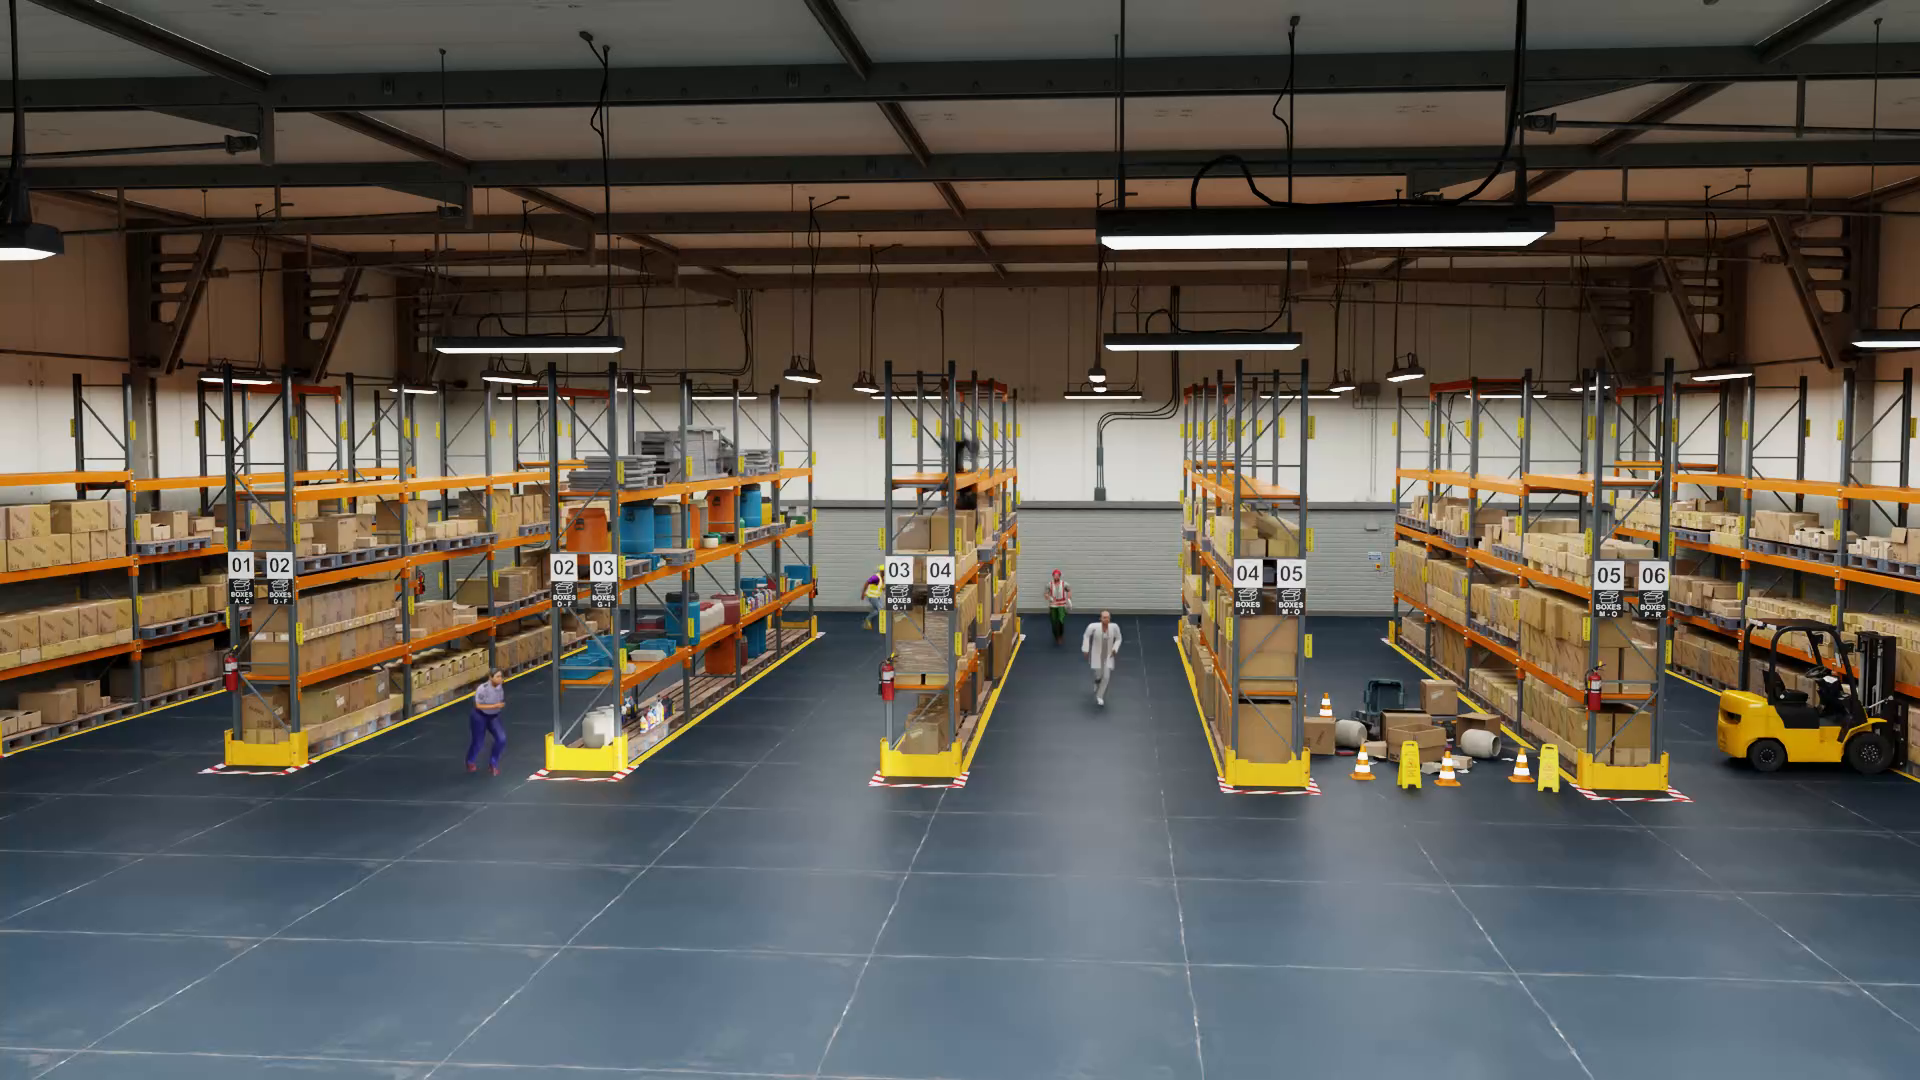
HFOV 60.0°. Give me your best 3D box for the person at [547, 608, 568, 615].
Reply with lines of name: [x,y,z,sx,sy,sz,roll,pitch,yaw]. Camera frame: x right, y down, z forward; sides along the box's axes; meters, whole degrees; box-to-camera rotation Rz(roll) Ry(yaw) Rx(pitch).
person: [-10.179,1.400,42.286,0.738,1.637,0.604,1,4,16]

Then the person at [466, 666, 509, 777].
person: [-6.847,2.650,24.136,0.905,1.683,0.626,3,5,35]

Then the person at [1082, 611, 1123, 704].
person: [2.619,2.141,30.505,0.713,1.715,0.679,-1,4,-10]

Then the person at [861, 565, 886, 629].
person: [-2.044,1.439,41.740,0.946,1.610,0.733,1,4,17]

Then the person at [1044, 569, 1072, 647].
person: [2.273,1.568,38.681,0.643,1.803,0.813,0,4,6]
